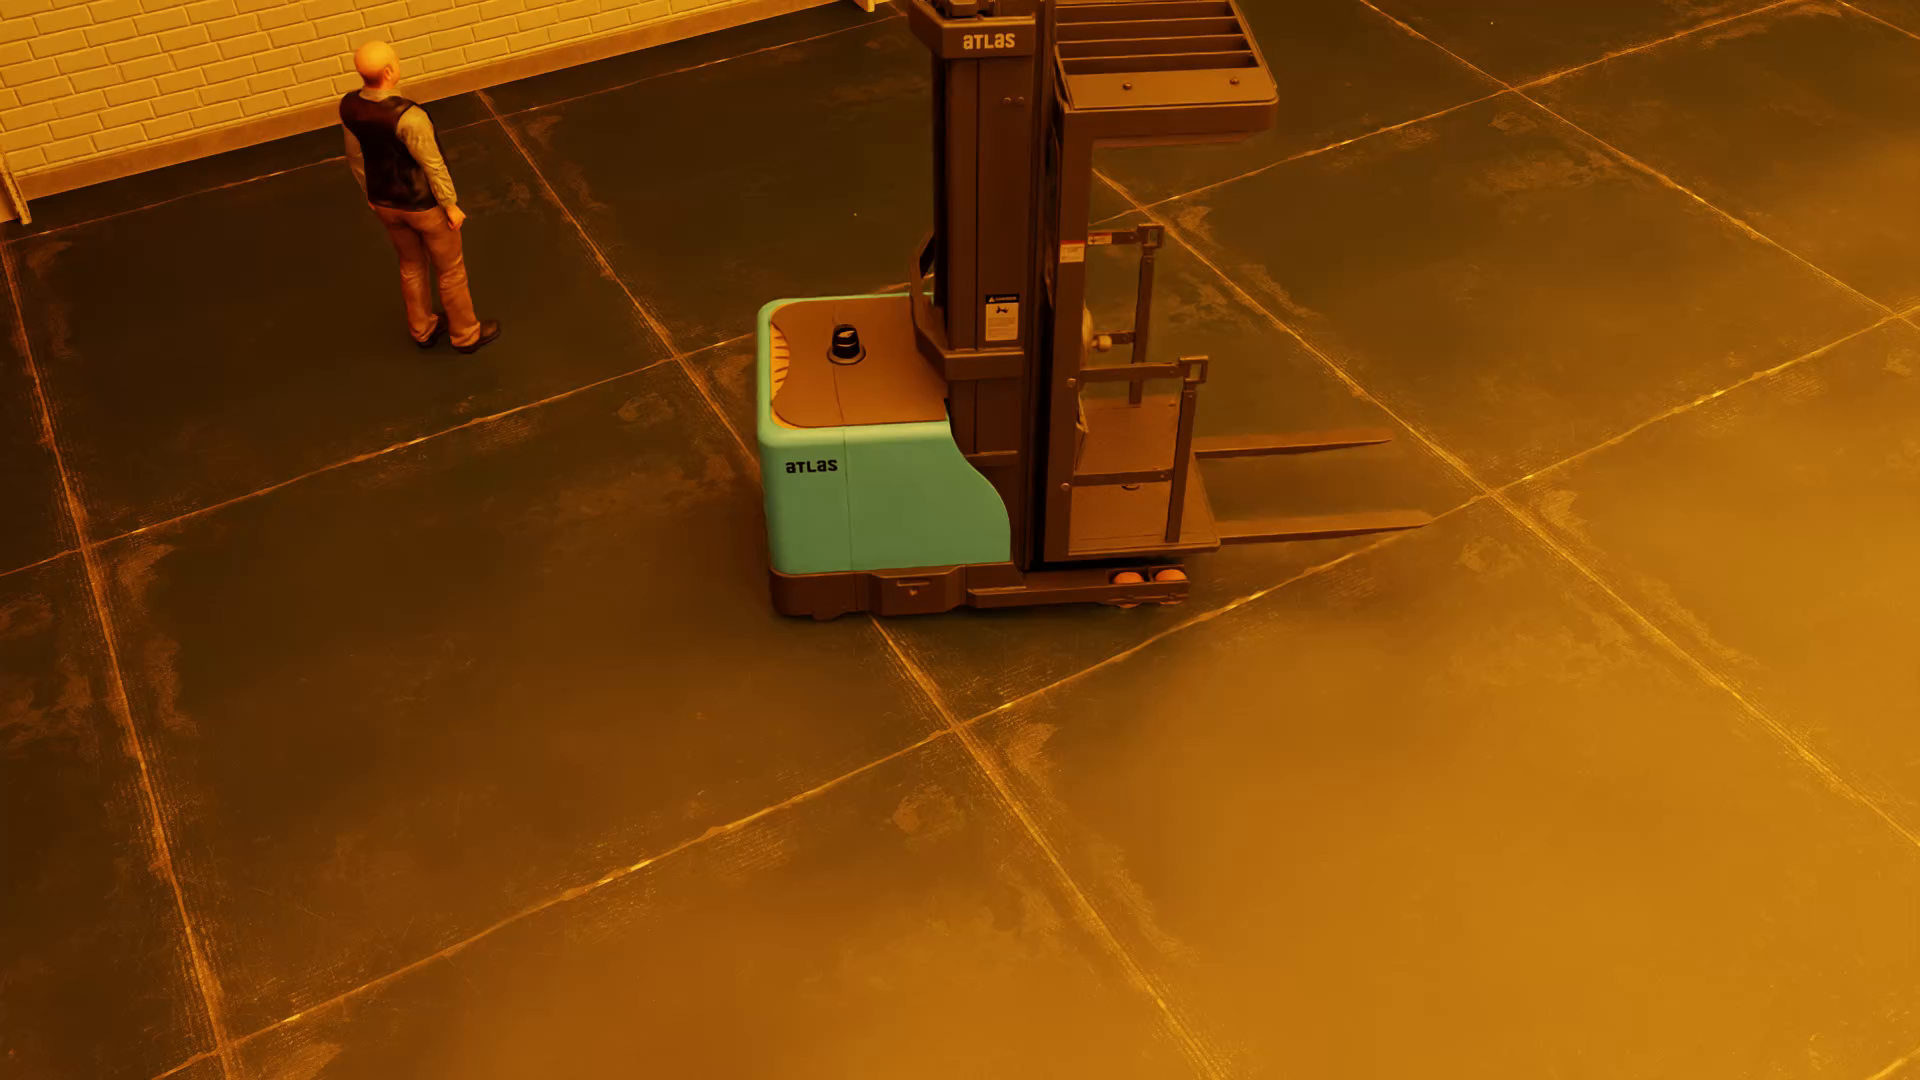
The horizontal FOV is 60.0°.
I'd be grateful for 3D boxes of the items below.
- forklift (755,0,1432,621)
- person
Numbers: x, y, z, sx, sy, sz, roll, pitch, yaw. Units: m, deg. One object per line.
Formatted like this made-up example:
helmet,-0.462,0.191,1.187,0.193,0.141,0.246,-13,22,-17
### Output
forklift,0.625,-1.126,6.912,3.031,2.935,1.130,-3,43,-4
person,-2.765,-1.729,8.453,0.555,1.725,0.375,14,45,15
